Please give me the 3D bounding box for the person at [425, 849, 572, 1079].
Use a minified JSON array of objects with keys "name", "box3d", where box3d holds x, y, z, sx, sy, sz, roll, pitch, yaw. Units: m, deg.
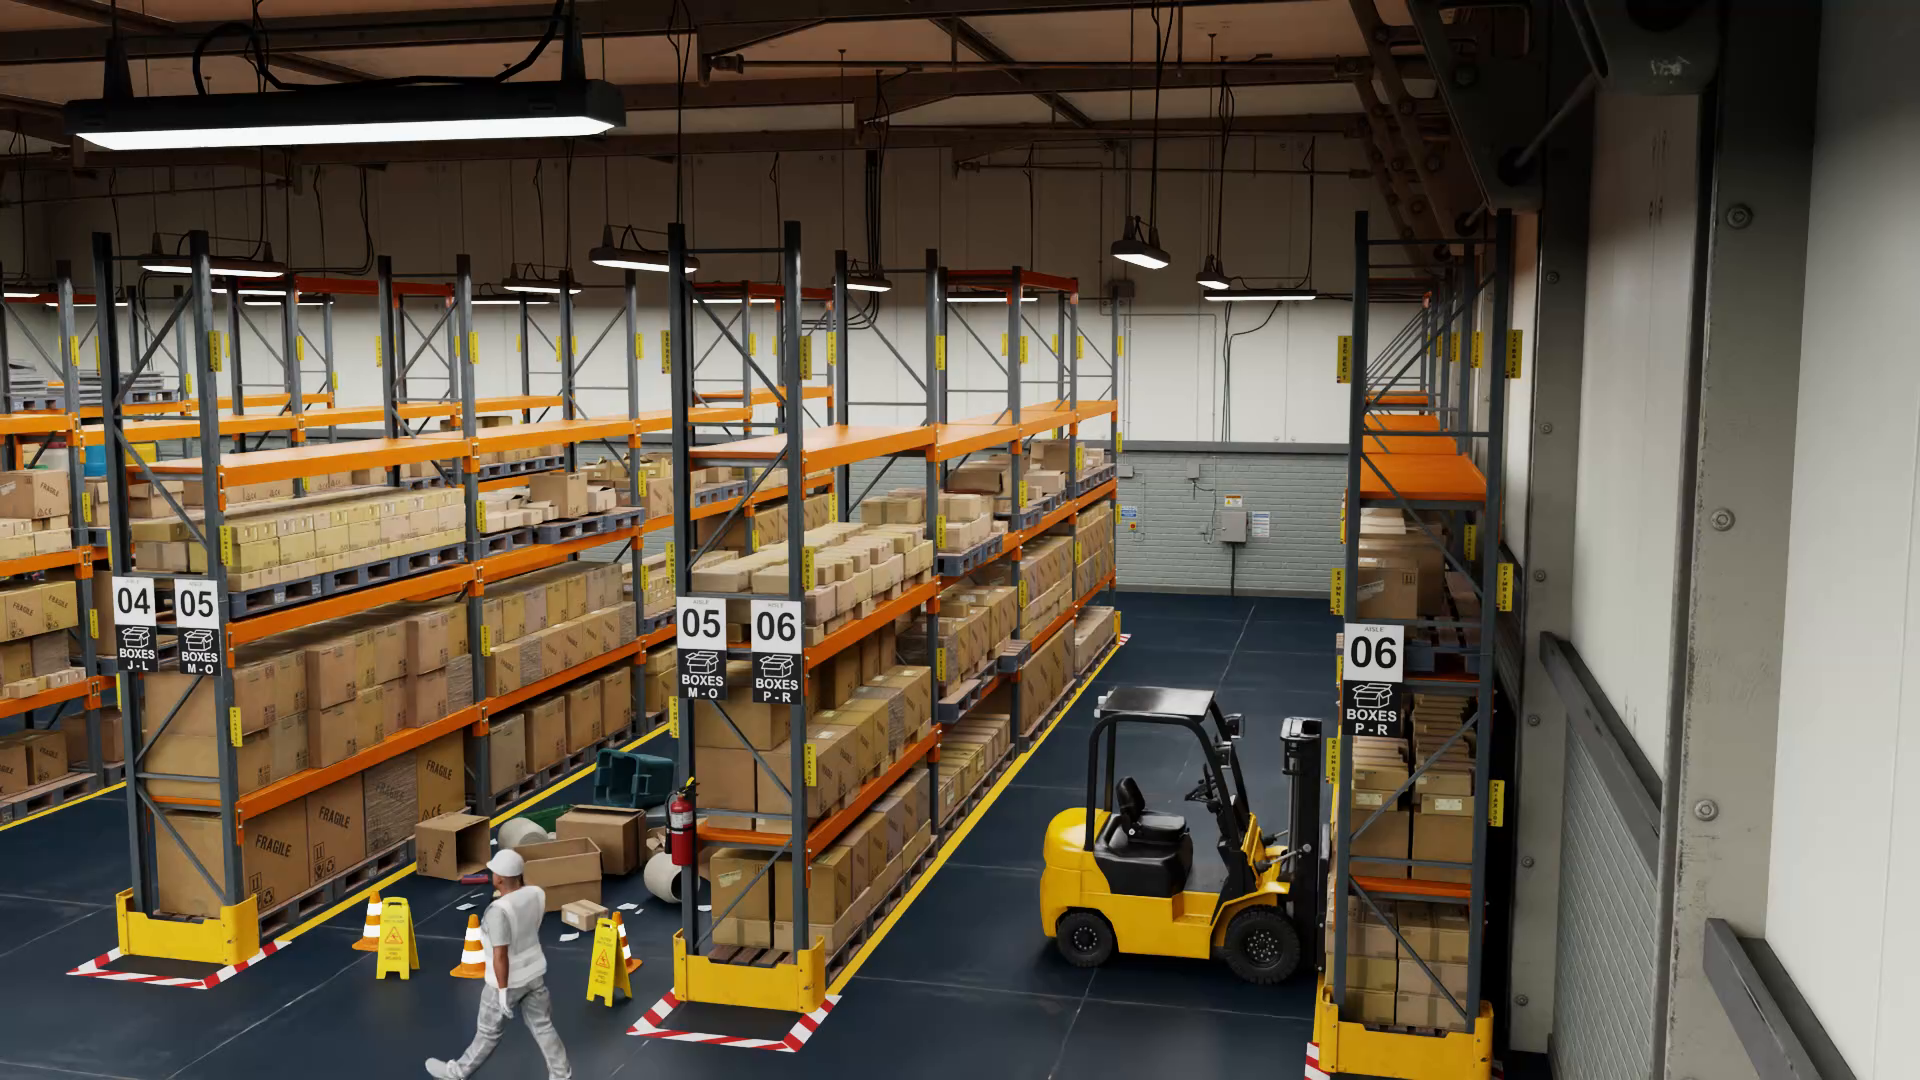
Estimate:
[{"name":"person","box3d":[-3.106,2.919,11.276,1.062,1.718,0.561,4,8,29]}]
